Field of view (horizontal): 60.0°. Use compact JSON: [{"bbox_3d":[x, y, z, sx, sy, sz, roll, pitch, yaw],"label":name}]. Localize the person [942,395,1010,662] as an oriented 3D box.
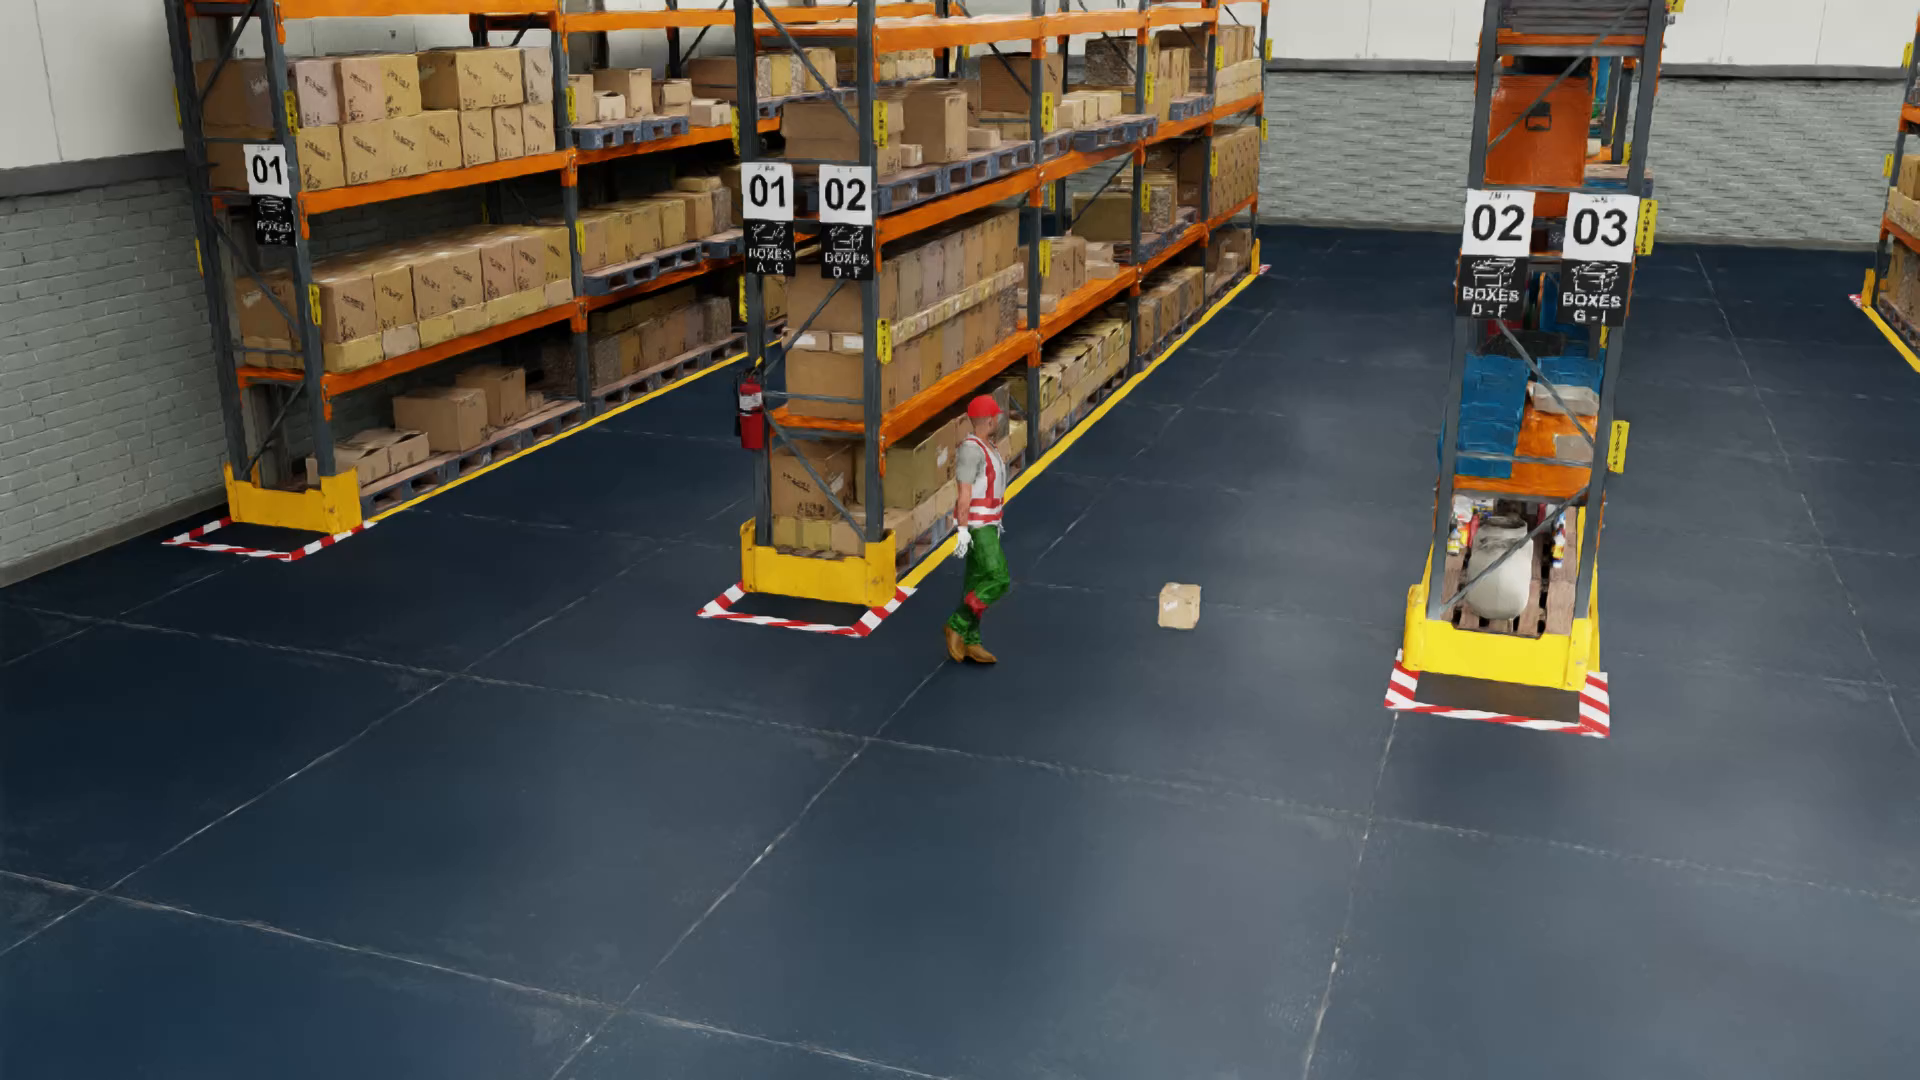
[{"bbox_3d":[0.158,-0.065,11.189,0.453,1.774,0.728,6,19,16],"label":"person"}]
